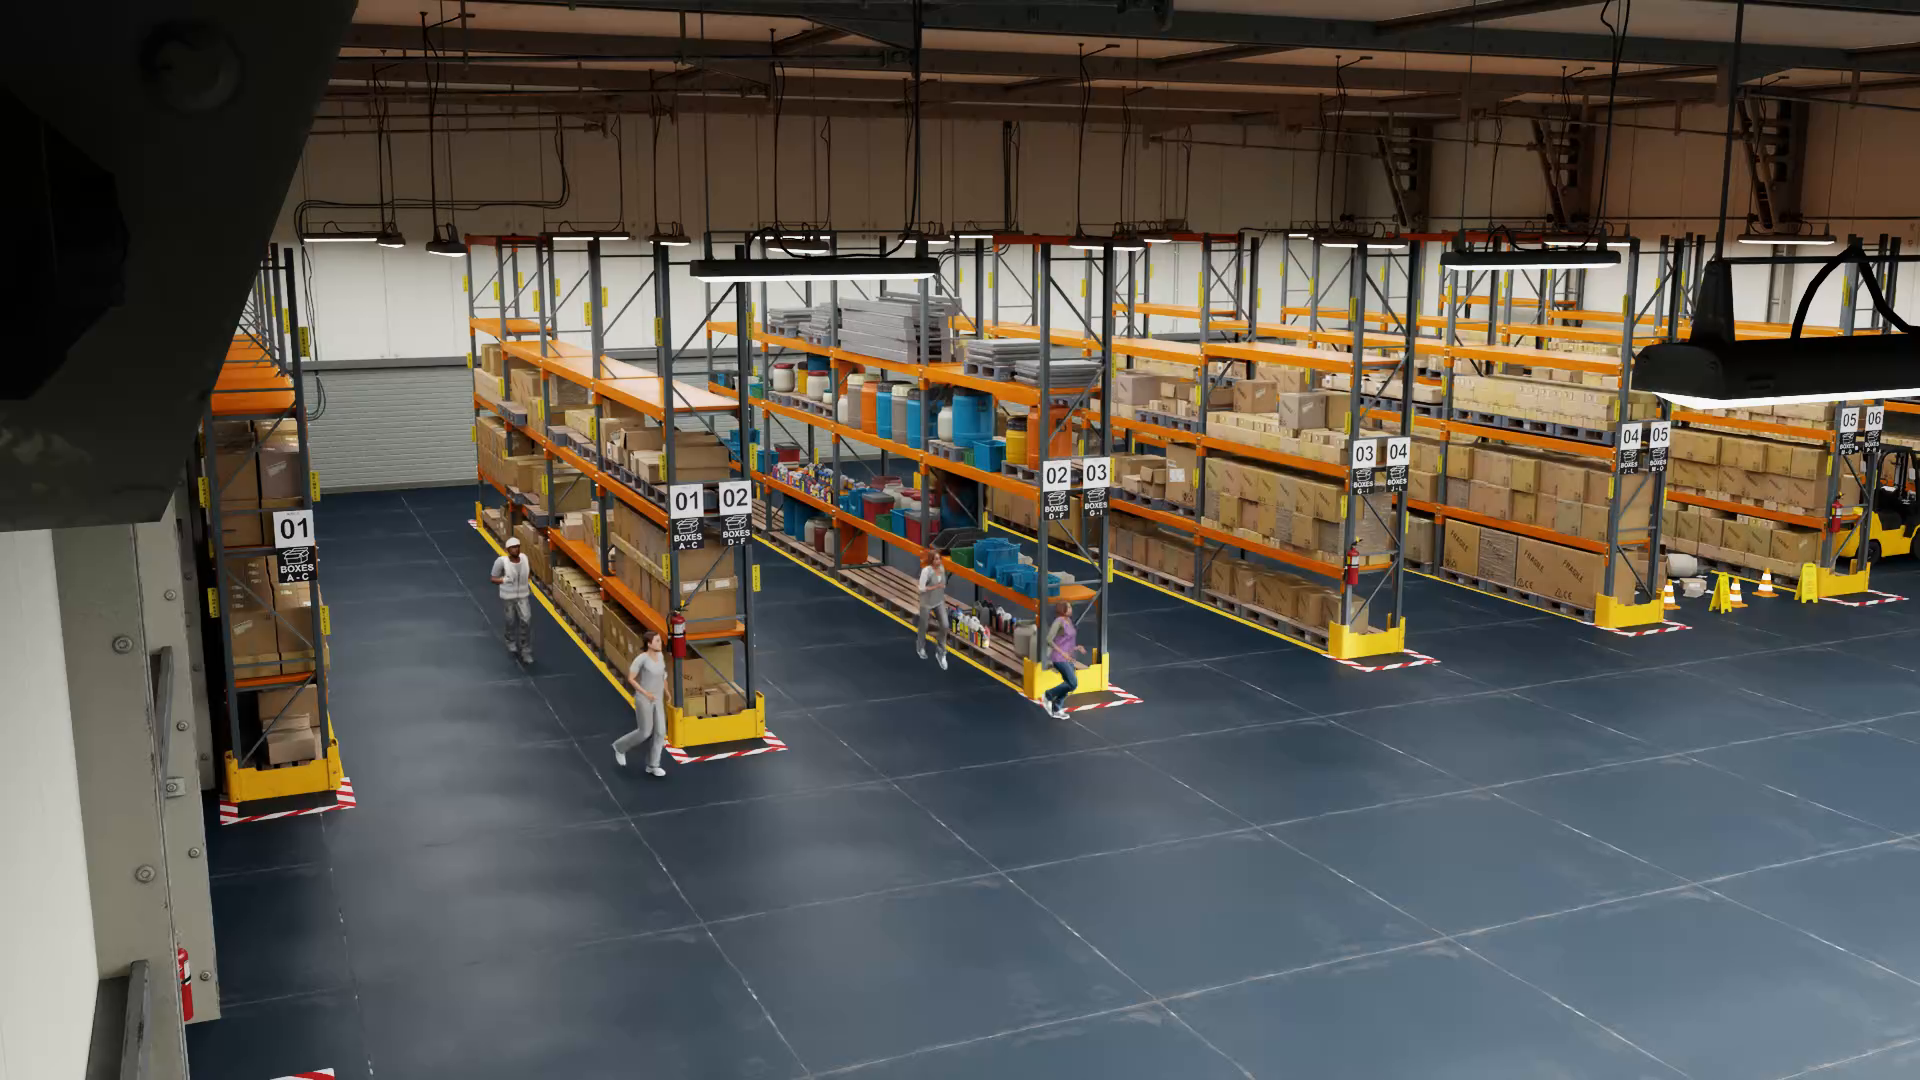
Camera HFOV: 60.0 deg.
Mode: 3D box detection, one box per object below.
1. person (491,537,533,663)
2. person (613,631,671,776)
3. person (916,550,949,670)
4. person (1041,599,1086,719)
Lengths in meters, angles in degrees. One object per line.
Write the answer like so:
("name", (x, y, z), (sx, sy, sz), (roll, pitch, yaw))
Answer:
("person", (-6.457, 0.869, 24.045), (0.644, 1.851, 0.780), (-6, 13, -30))
("person", (-3.604, 1.848, 19.297), (0.753, 1.634, 0.604), (7, 13, 32))
("person", (-0.392, 0.930, 22.764), (0.521, 1.641, 0.765), (-6, 13, -30))
("person", (1.318, 1.521, 21.190), (0.529, 1.554, 0.516), (4, 12, 20))
